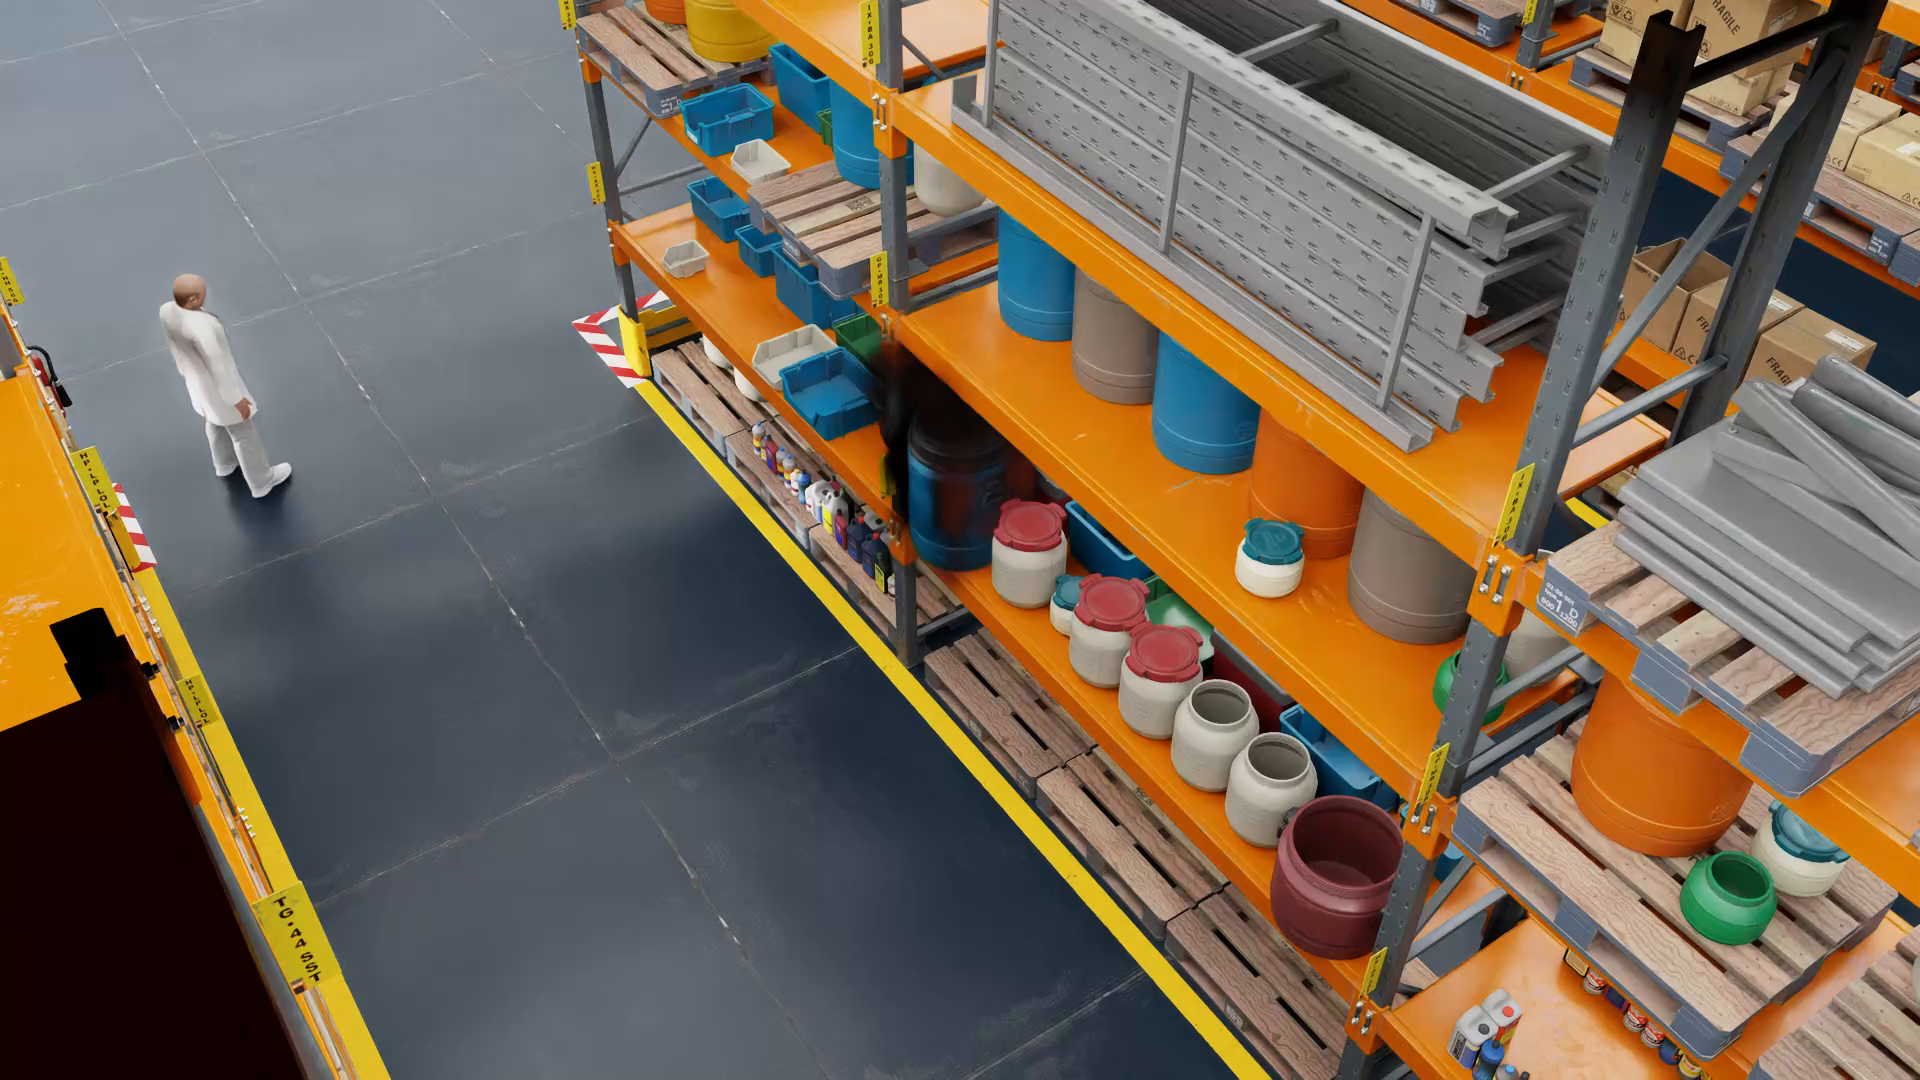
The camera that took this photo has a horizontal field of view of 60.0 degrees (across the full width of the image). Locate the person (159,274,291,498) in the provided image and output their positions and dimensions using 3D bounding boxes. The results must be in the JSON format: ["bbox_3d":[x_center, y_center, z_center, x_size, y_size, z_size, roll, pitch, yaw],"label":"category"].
[{"bbox_3d":[-5.162,-1.109,11.643,0.643,1.776,0.424,29,50,28],"label":"person"}]
